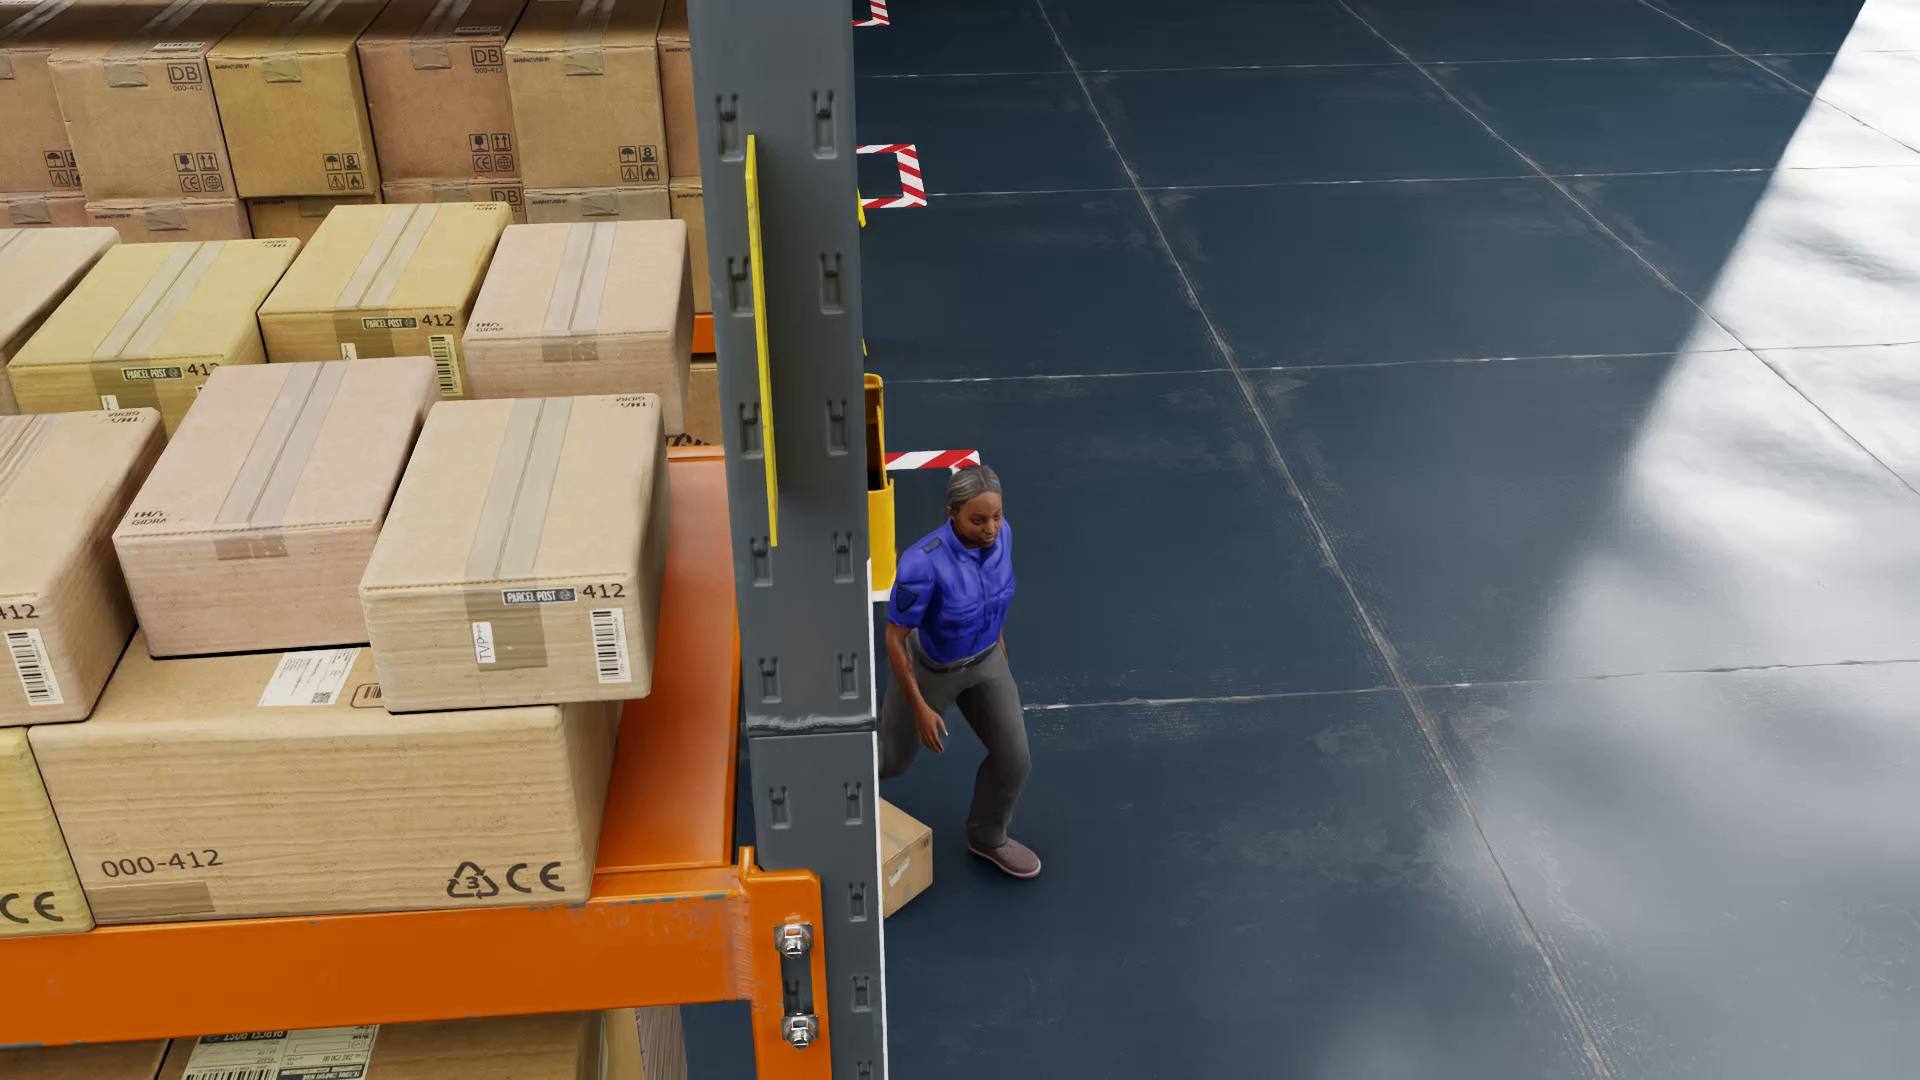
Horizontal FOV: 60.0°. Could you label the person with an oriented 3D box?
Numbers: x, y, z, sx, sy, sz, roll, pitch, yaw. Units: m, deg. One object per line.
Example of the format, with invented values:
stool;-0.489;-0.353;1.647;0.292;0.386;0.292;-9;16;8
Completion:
person;-0.109;0.379;5.533;0.573;1.606;0.789;-21;37;-30
